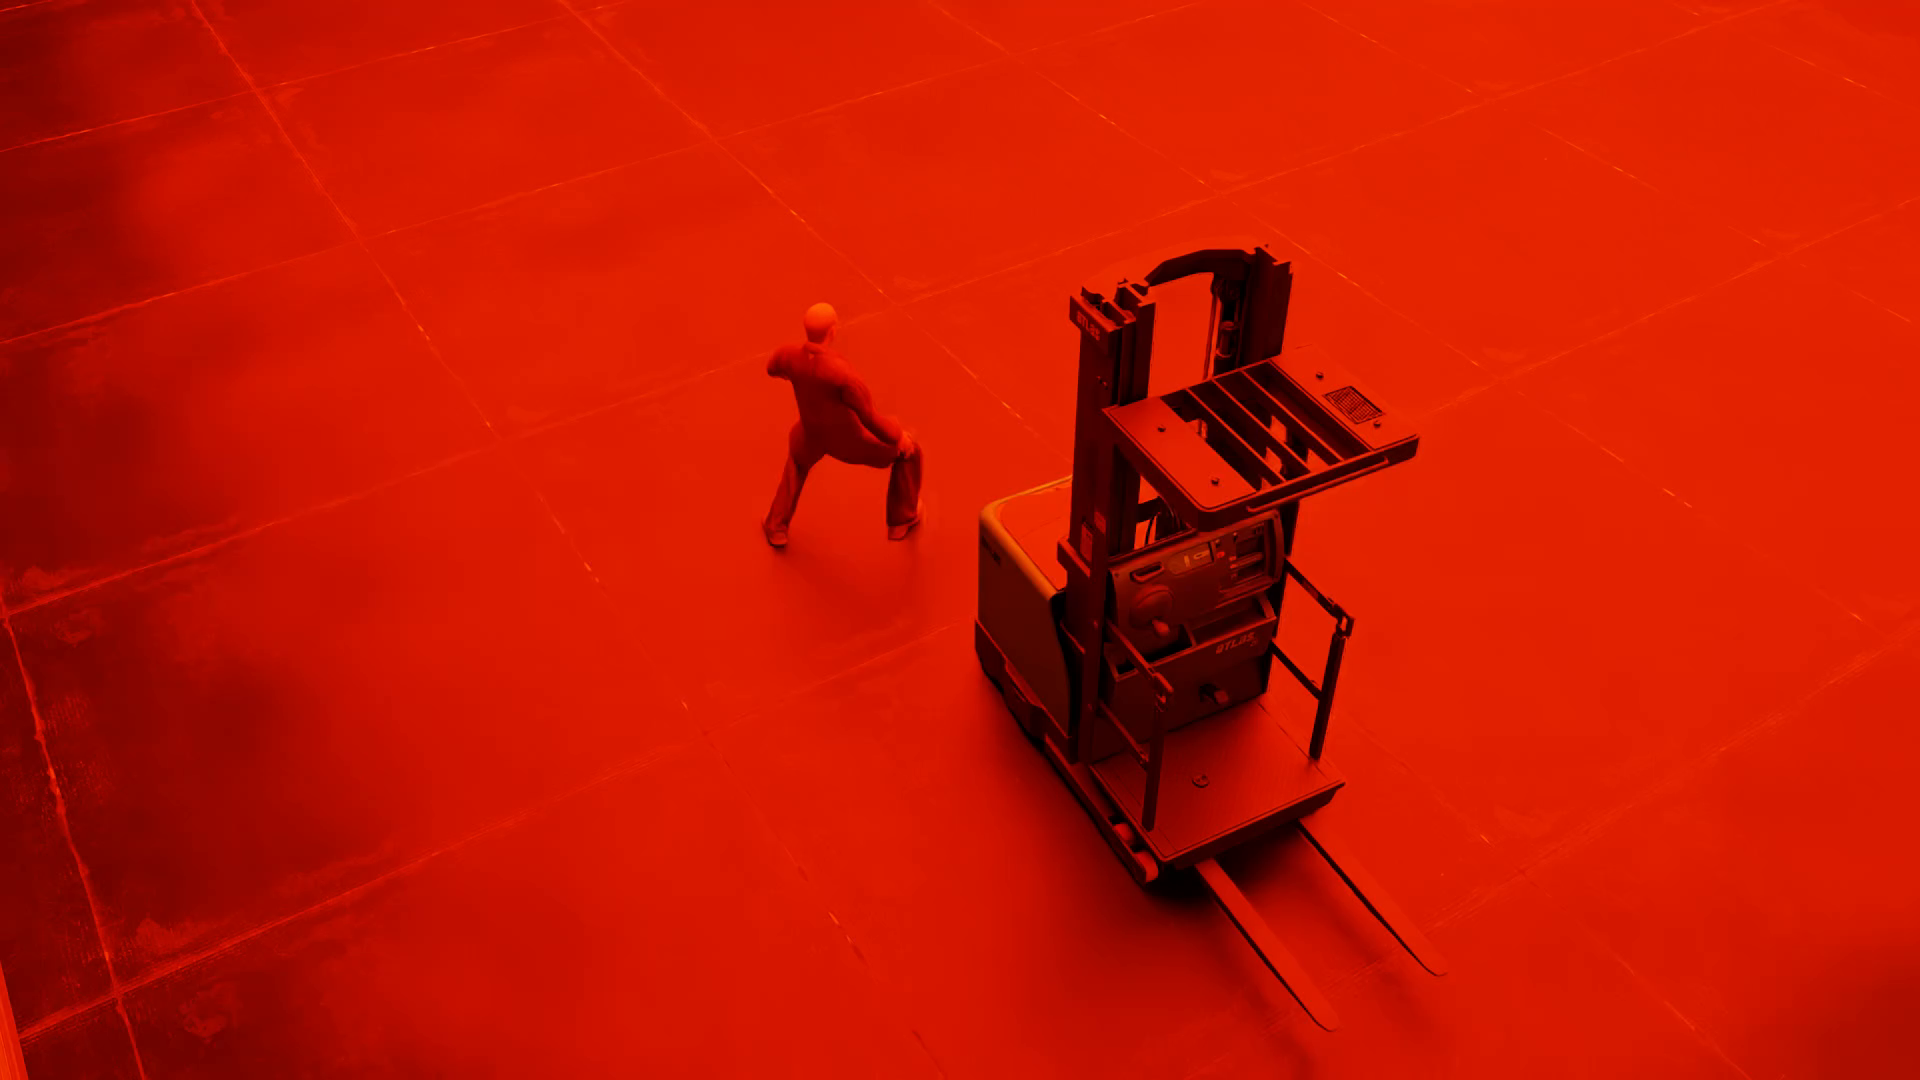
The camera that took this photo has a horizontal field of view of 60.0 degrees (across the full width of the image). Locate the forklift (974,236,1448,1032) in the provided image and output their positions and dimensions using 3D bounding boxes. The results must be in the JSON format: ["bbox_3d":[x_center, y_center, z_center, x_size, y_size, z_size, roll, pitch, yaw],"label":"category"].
[{"bbox_3d":[1.213,0.239,7.597,1.130,2.935,3.031,-19,45,-21],"label":"forklift"}]

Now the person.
[{"bbox_3d":[-0.751,-0.687,9.673,1.002,1.650,0.782,26,47,26],"label":"person"}]
